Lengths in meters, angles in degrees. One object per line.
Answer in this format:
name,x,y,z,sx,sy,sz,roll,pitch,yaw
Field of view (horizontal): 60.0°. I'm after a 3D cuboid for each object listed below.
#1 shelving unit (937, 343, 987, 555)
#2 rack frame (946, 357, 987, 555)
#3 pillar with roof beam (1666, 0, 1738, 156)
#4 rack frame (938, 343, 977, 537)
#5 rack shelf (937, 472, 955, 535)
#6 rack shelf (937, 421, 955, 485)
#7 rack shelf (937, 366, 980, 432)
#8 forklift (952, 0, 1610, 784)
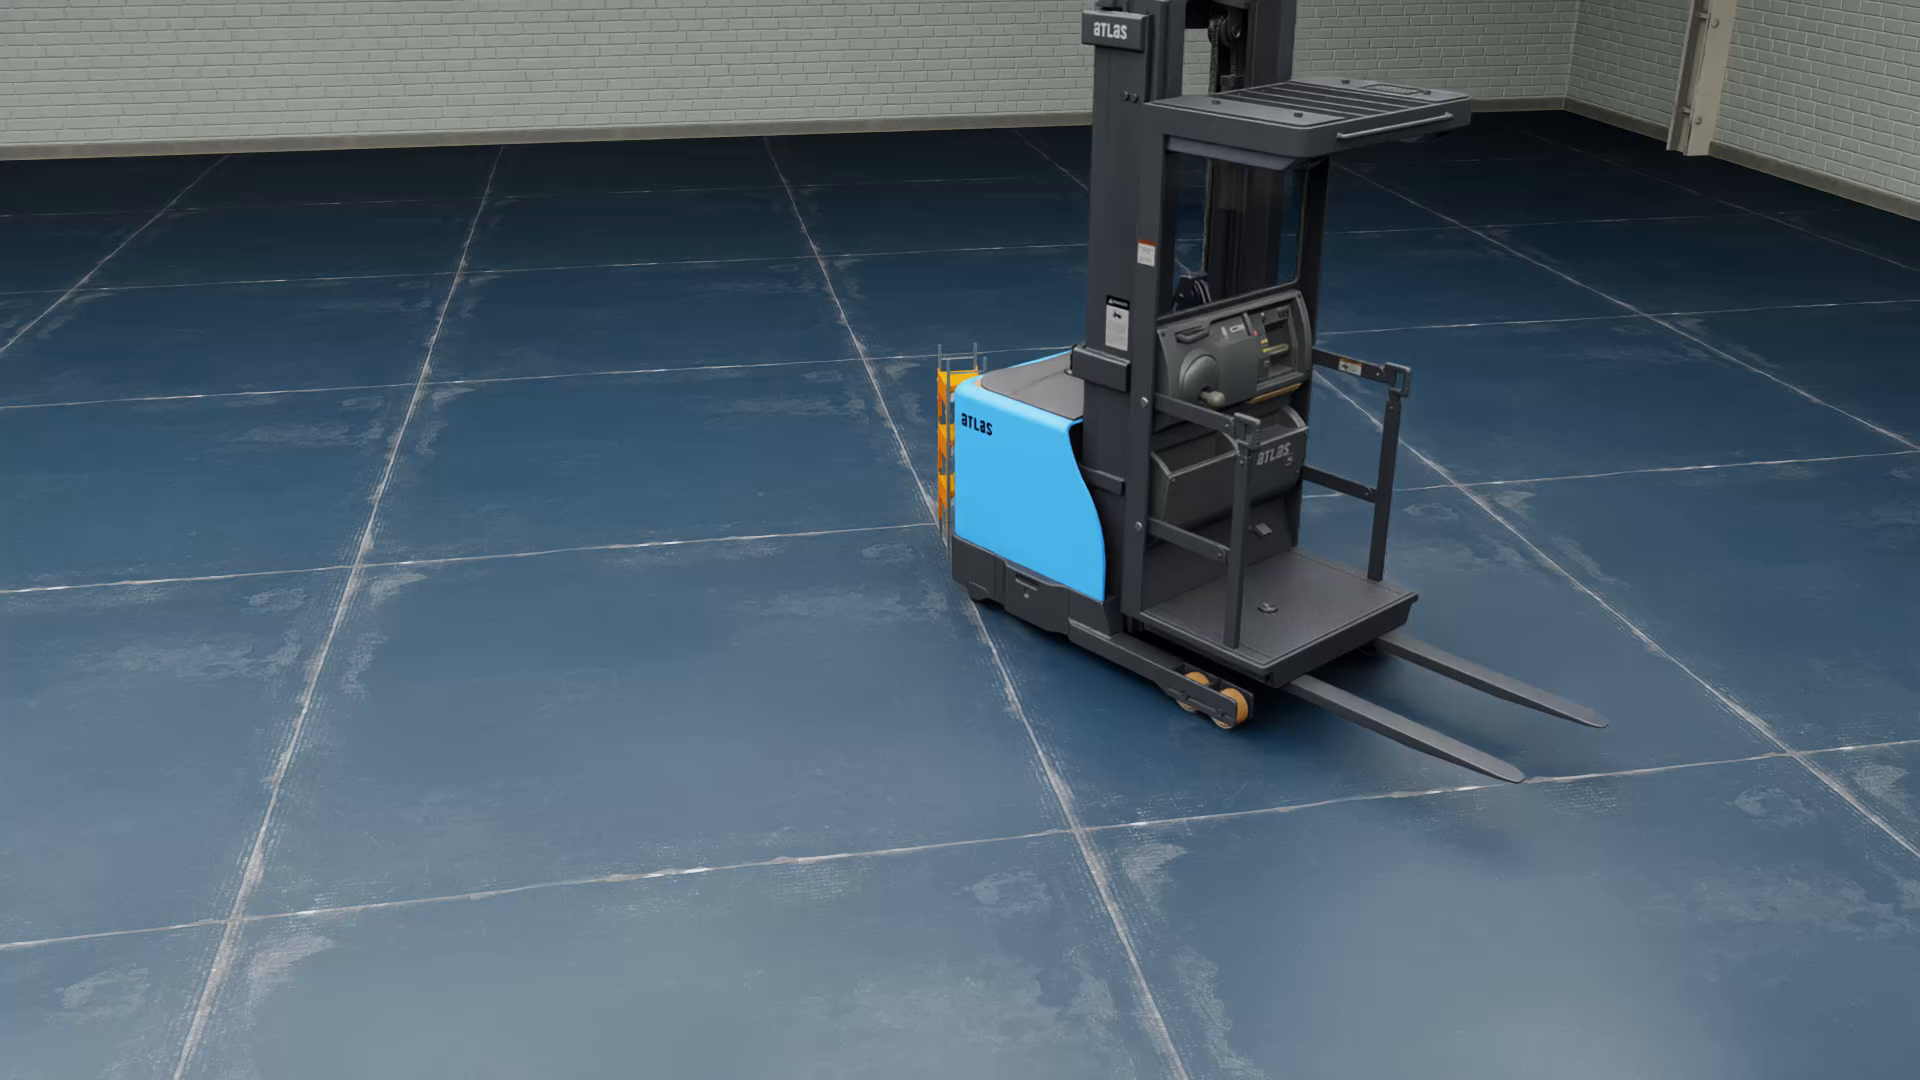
shelving unit,0.010,-0.460,8.492,0.215,1.050,0.252,-4,24,-10
rack frame,0.032,-0.412,8.382,0.200,1.050,0.008,-4,24,-10
pillar with roof beam,3.991,-8.187,16.253,9.100,9.000,0.400,-4,24,-10
rack frame,-0.013,-0.508,8.602,0.200,1.050,0.008,-4,24,-10
rack shelf,0.010,-0.196,8.607,0.215,0.259,0.240,-4,24,-10
rack shelf,0.010,-0.450,8.496,0.215,0.259,0.240,-4,24,-10
rack shelf,0.010,-0.710,8.382,0.215,0.259,0.240,-4,24,-10
forklift,1.310,-0.785,6.885,1.130,2.935,3.031,-19,30,-37
